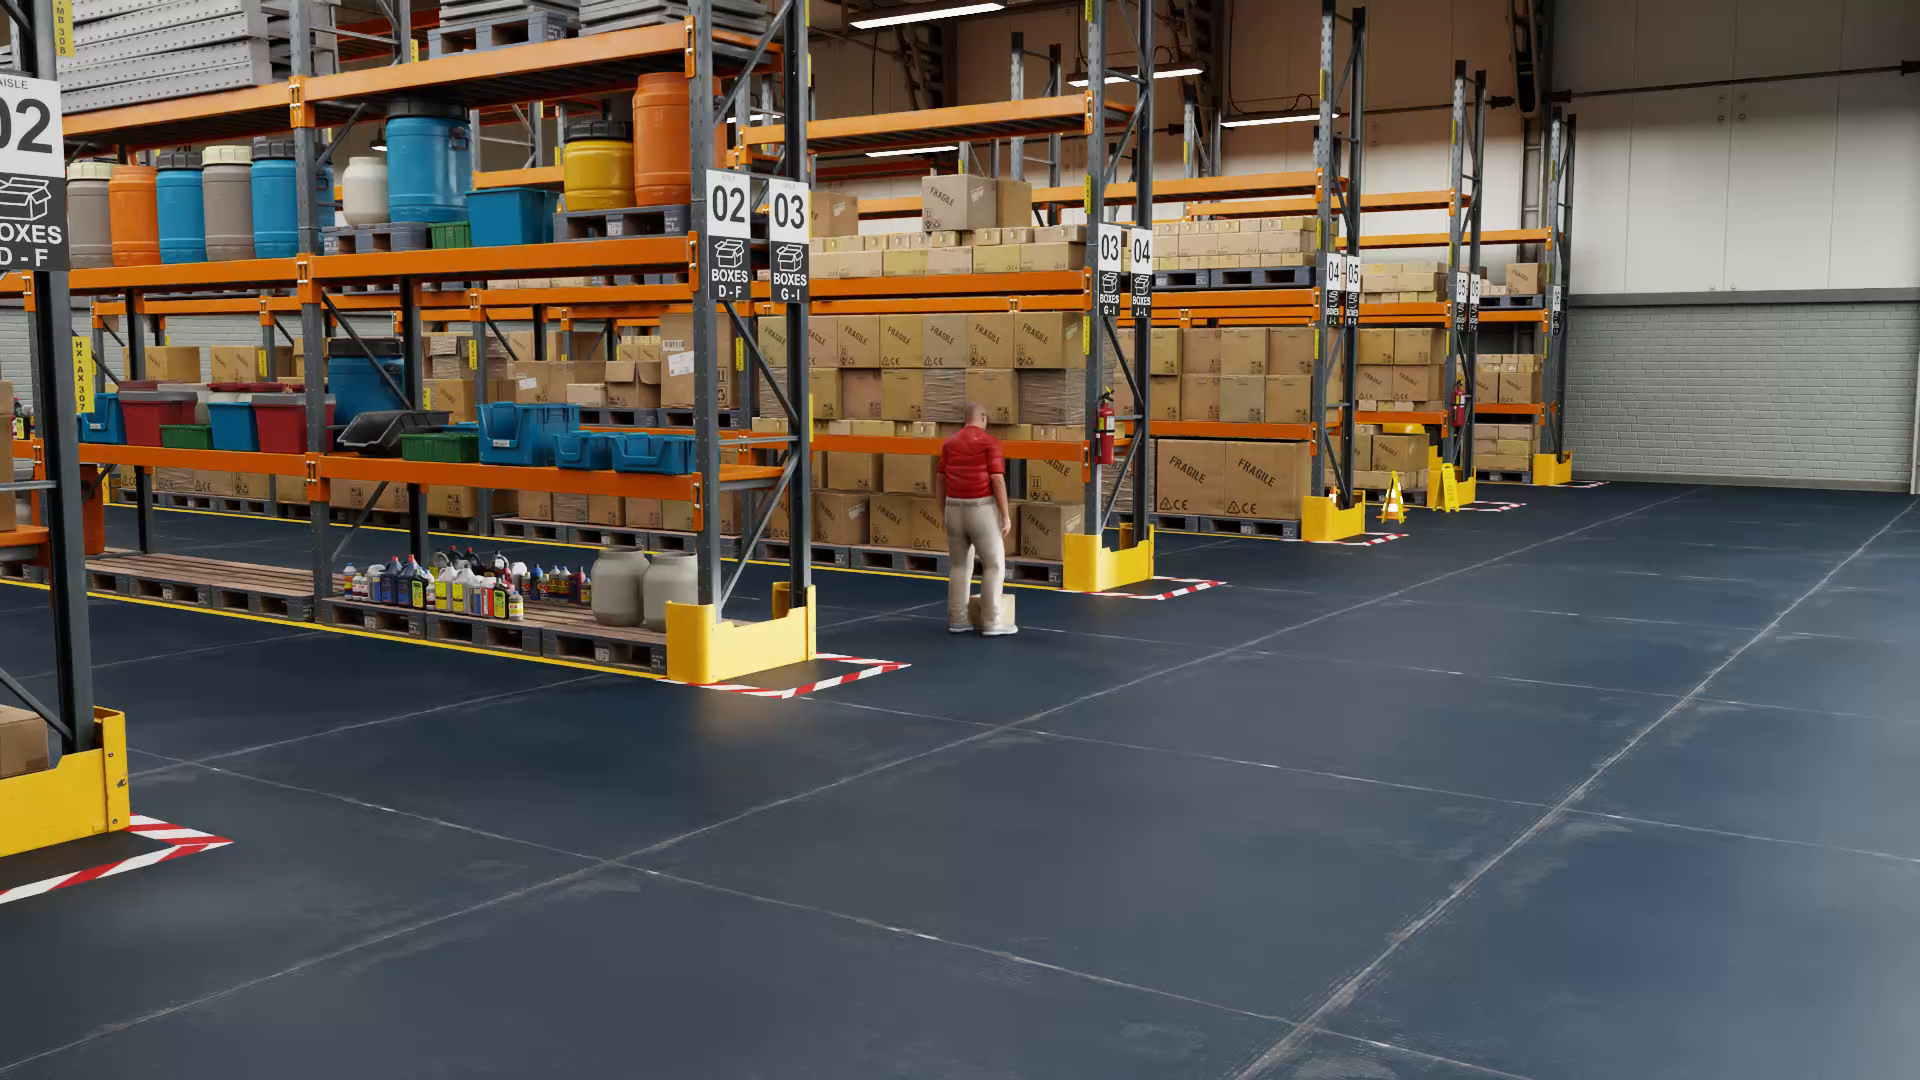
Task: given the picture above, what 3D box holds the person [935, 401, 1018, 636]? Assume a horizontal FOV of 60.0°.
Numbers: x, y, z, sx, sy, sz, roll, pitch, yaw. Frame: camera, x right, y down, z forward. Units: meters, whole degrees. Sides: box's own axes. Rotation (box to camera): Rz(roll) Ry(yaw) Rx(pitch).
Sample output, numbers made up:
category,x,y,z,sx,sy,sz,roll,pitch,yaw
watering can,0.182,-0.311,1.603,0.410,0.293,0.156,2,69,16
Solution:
category,x,y,z,sx,sy,sz,roll,pitch,yaw
person,0.110,-0.164,12.340,0.589,1.725,0.400,4,7,31
